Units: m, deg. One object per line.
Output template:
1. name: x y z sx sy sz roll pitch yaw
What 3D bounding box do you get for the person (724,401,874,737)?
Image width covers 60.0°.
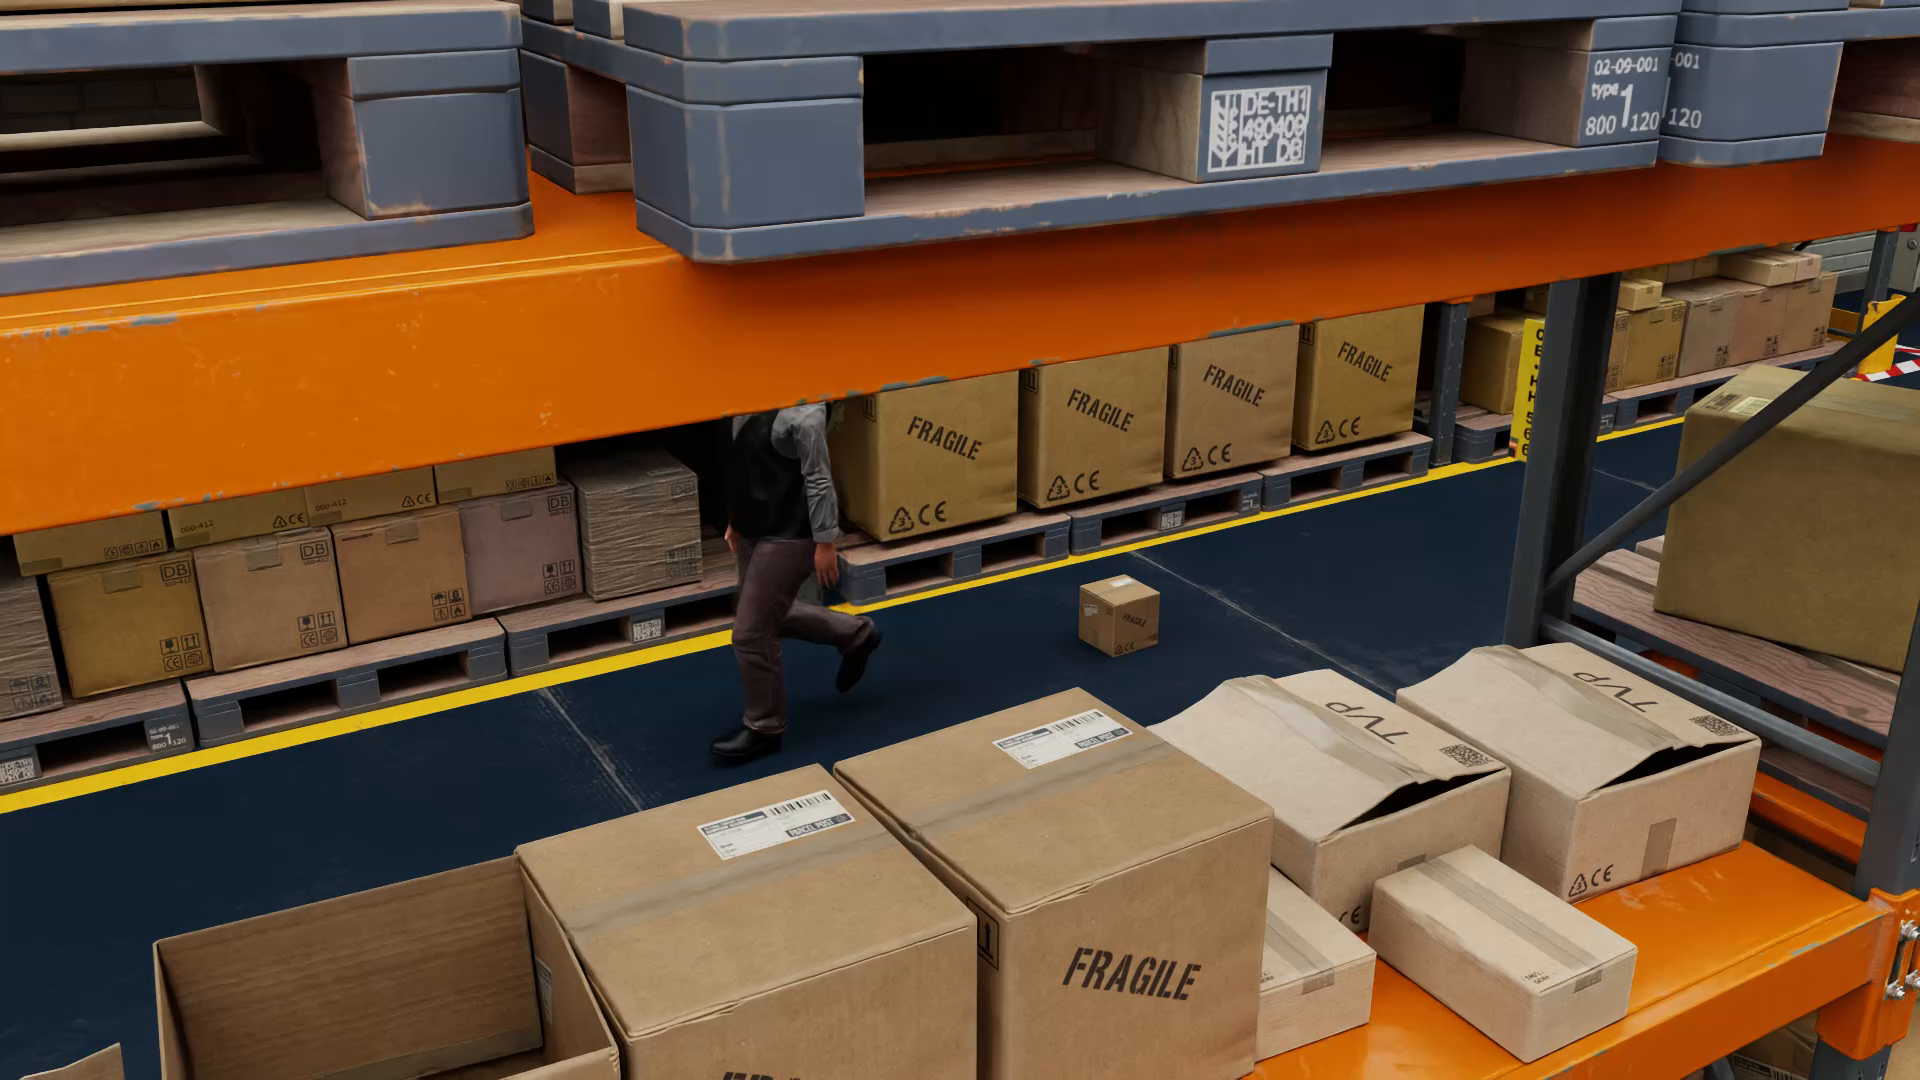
1. person: -0.600 0.011 6.265 0.654 1.442 0.549 -11 24 -26
